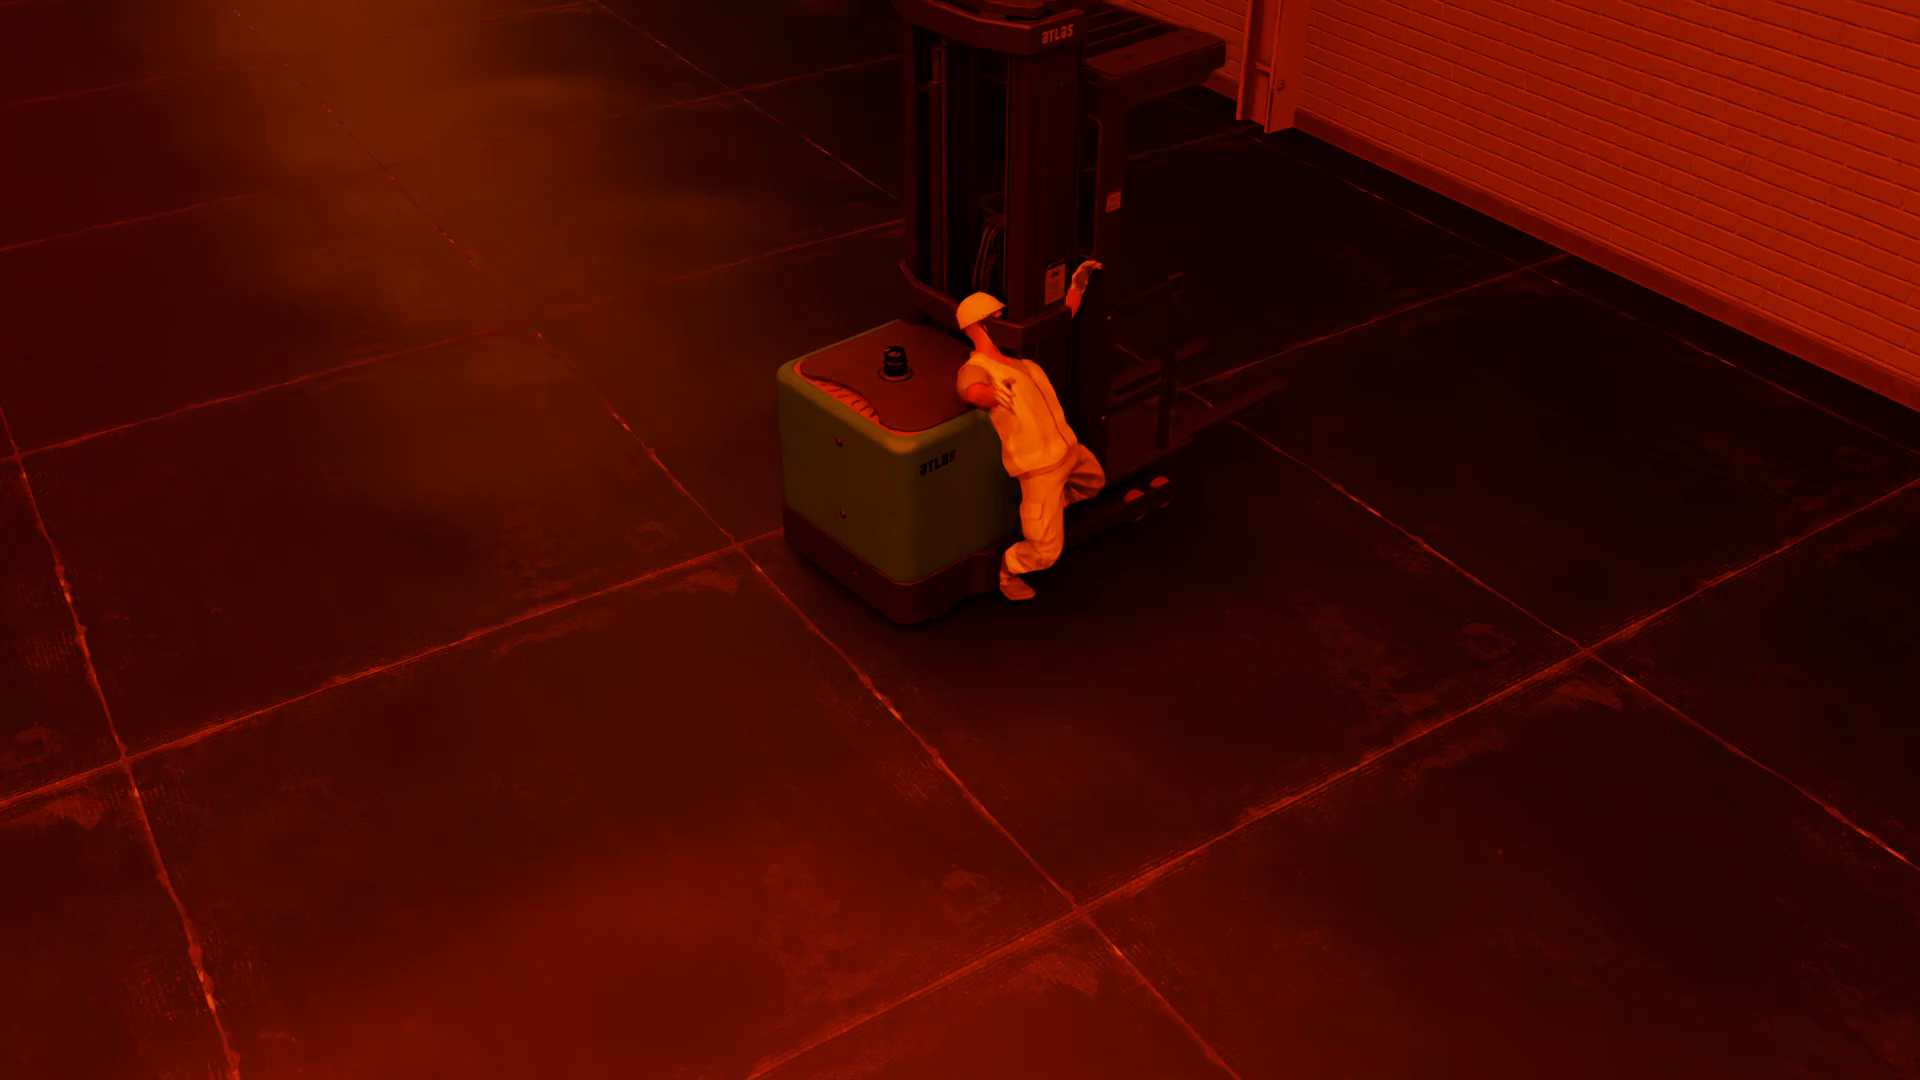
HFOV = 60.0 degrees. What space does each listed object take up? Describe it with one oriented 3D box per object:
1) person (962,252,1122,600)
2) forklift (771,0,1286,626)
[{"bbox_3d":[0.303,-0.464,7.895,0.762,1.668,1.029,16,38,21],"label":"person"},{"bbox_3d":[0.520,-1.496,8.277,3.031,2.935,1.130,-26,43,-32],"label":"forklift"}]
